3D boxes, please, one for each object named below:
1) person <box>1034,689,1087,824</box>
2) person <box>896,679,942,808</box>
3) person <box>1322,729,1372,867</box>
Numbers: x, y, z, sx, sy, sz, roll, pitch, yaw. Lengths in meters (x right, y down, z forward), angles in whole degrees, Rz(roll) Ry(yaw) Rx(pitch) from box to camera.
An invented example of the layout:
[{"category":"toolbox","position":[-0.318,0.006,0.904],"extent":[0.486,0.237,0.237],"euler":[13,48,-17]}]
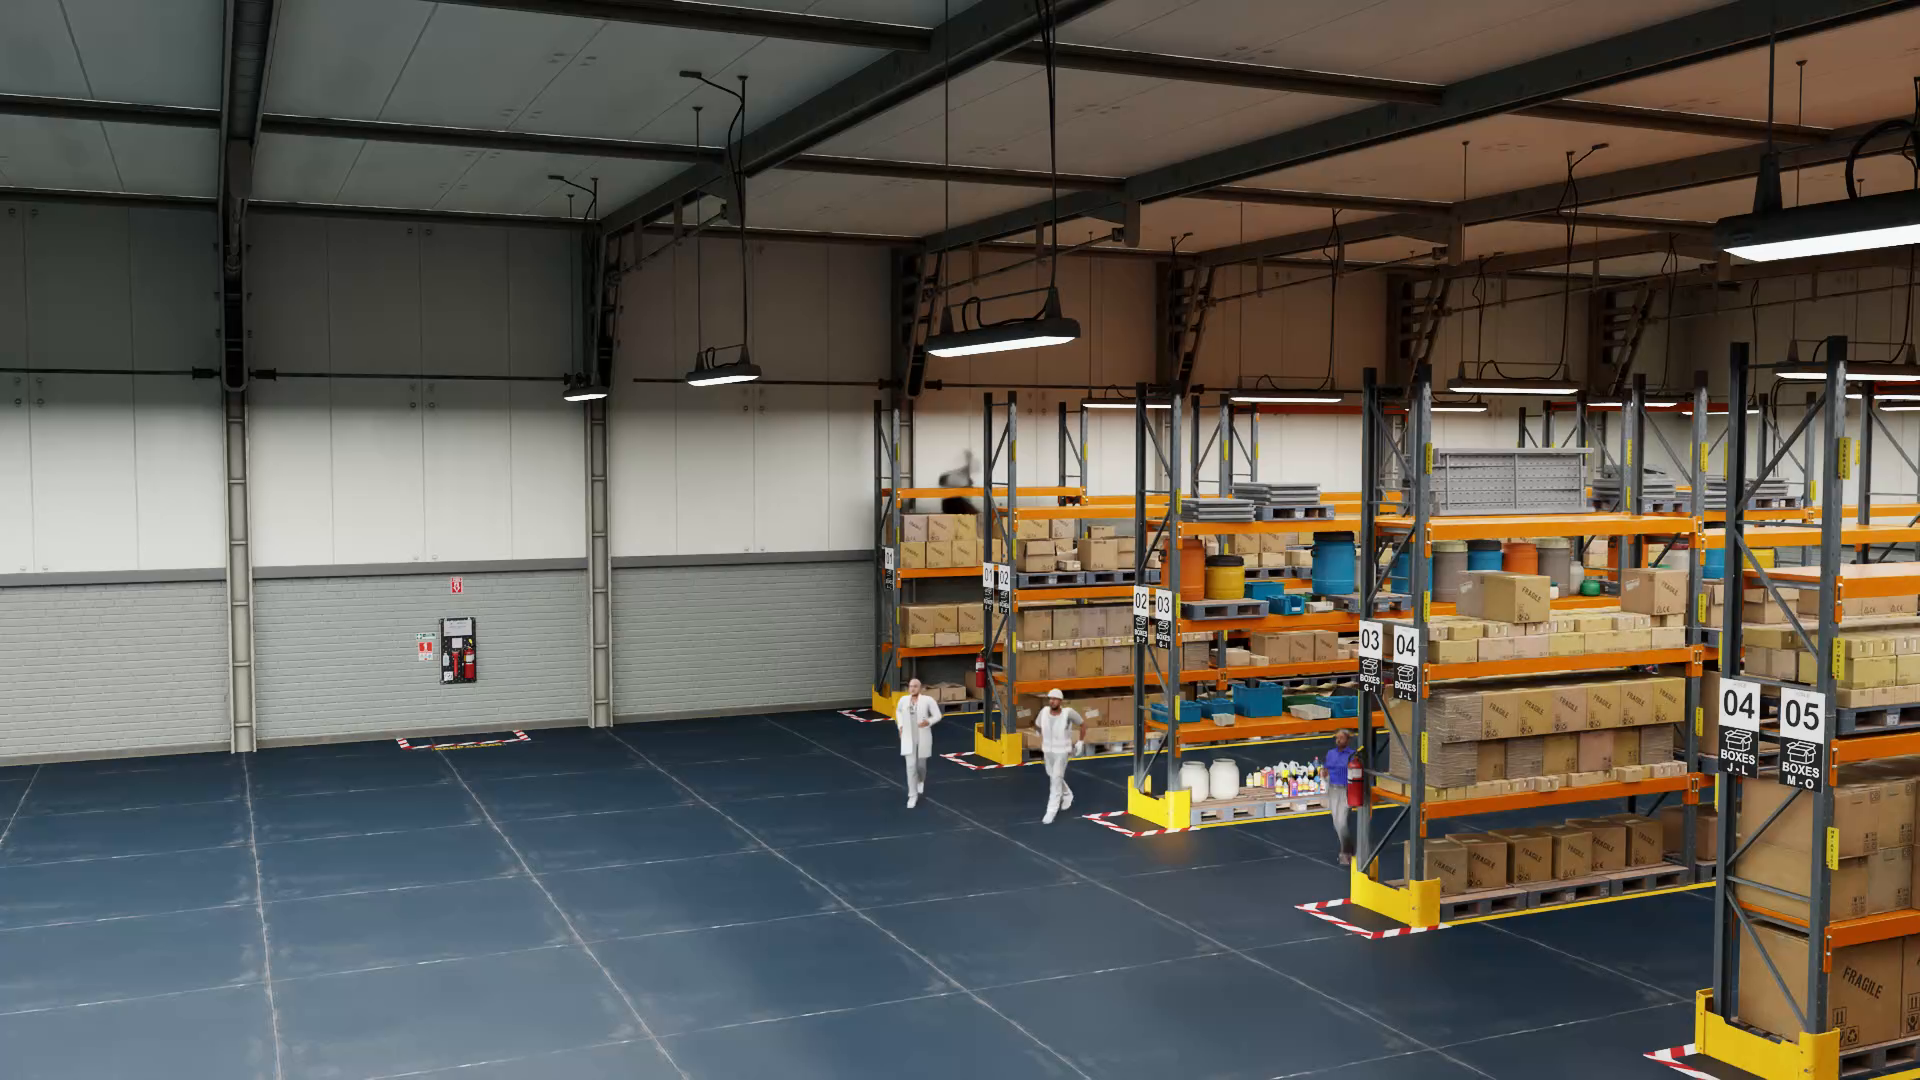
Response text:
[{"category":"person","position":[1.339,2.934,22.944],"extent":[0.711,1.789,0.968],"euler":[2,4,33]},{"category":"person","position":[-0.608,2.885,23.924],"extent":[0.693,1.792,0.972],"euler":[0,3,6]},{"category":"person","position":[4.683,3.161,20.402],"extent":[0.559,1.684,0.677],"euler":[3,5,43]}]
